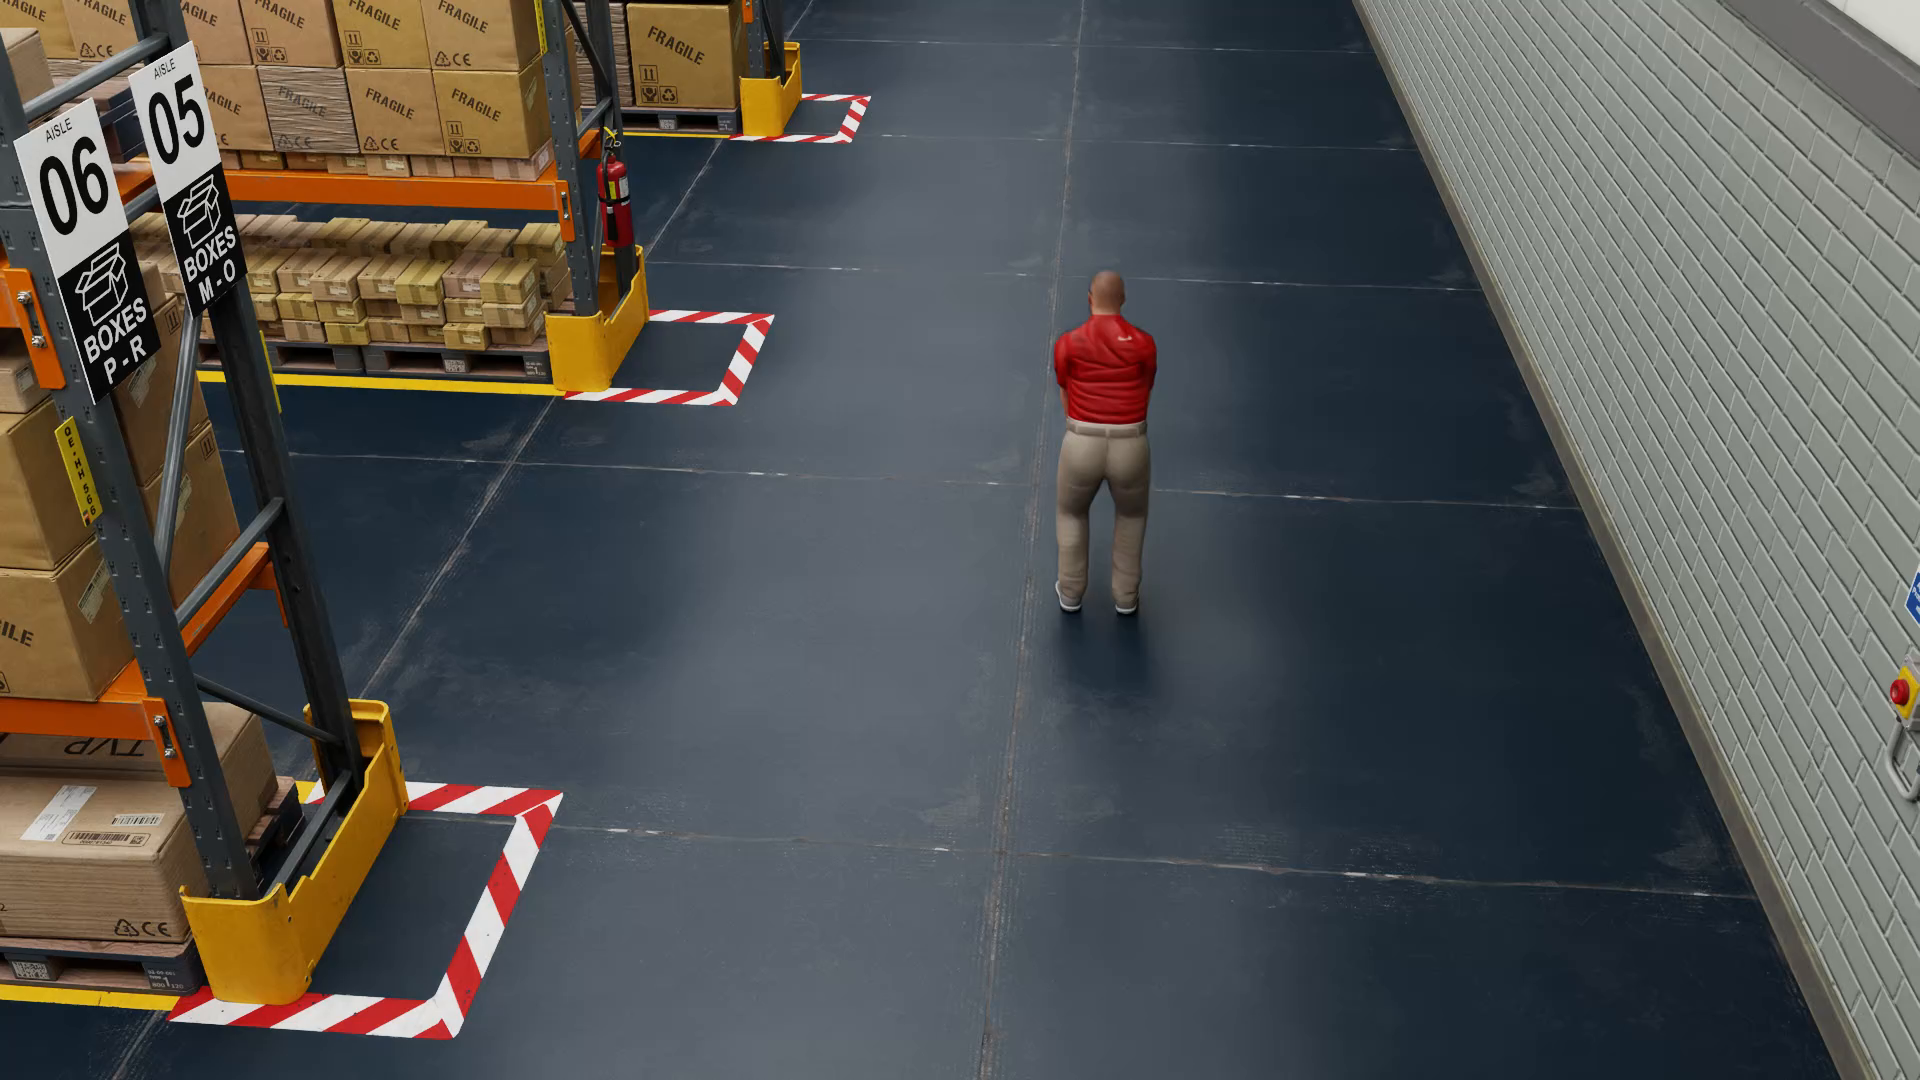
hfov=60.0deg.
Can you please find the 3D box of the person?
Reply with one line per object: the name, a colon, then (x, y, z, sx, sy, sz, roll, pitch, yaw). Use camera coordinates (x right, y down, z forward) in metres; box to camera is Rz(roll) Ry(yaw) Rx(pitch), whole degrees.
person: (0.676, -0.473, 7.951, 0.483, 1.700, 0.554, 2, 32, 3)
